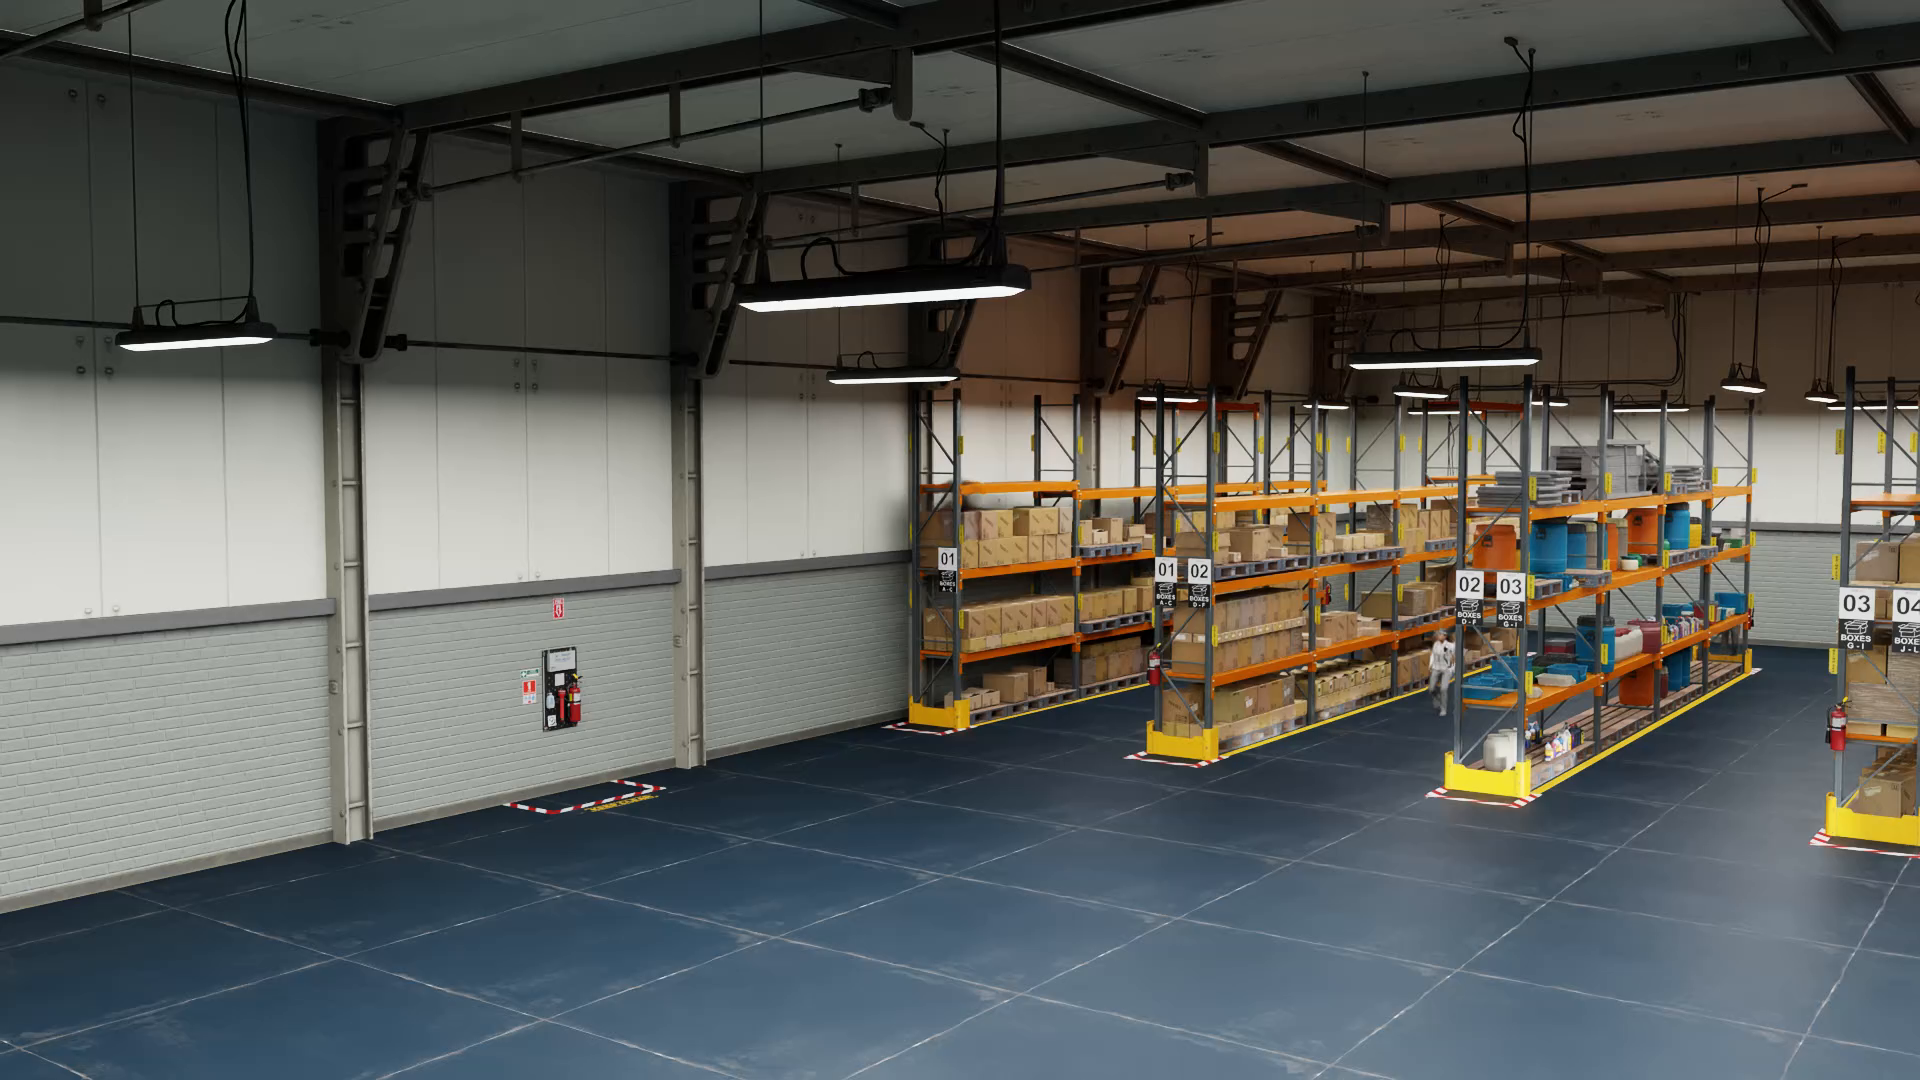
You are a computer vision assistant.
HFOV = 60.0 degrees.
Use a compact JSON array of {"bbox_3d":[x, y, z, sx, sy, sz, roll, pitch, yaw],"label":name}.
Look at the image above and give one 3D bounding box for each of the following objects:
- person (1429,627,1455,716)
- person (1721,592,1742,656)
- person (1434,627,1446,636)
[{"bbox_3d":[9.017,2.447,31.006,0.615,1.633,0.637,2,4,31],"label":"person"},{"bbox_3d":[17.510,2.038,37.820,0.506,1.704,0.319,2,4,25],"label":"person"},{"bbox_3d":[12.185,1.757,41.927,0.533,1.715,0.704,0,3,6],"label":"person"}]
